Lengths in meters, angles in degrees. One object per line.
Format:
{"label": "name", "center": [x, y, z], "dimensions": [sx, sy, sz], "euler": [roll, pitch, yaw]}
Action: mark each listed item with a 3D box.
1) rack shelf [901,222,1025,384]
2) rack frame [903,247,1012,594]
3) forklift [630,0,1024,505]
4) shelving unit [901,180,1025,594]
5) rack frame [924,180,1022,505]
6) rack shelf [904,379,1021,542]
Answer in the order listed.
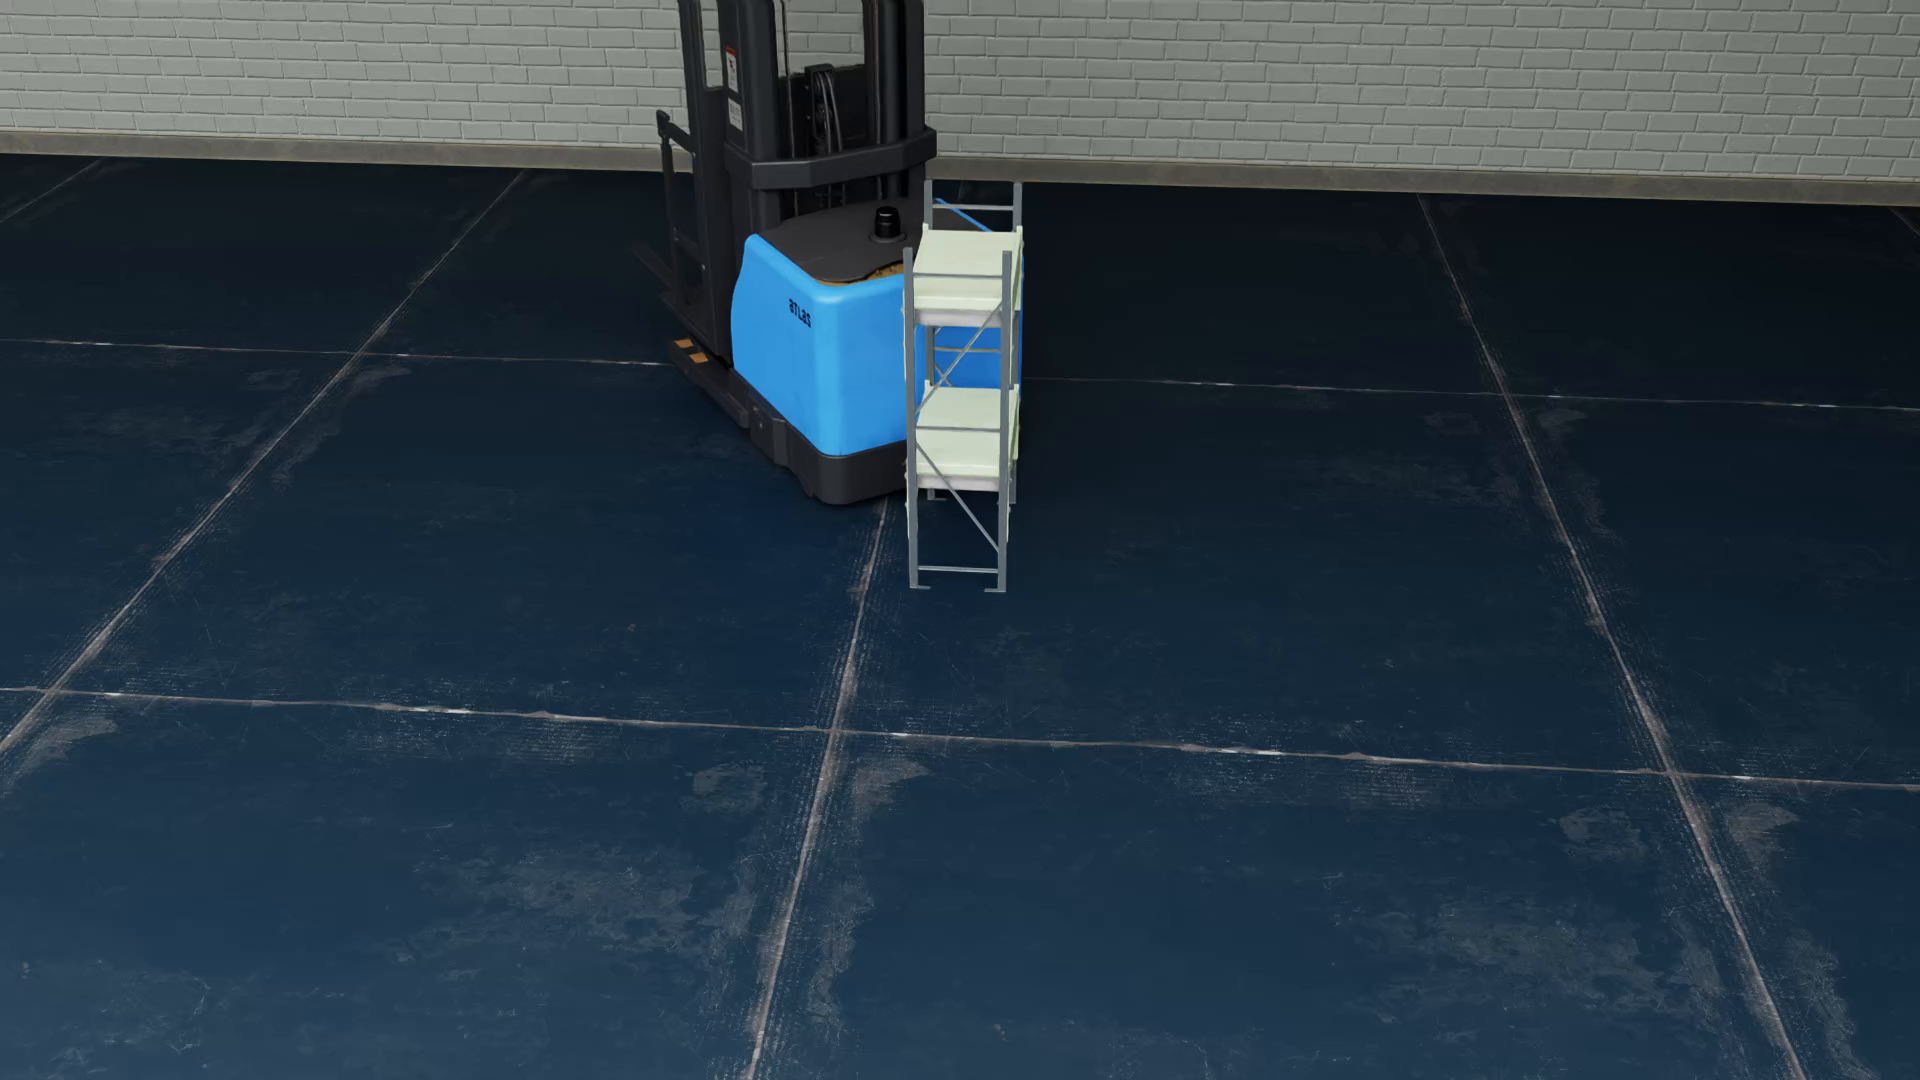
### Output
{"label": "rack shelf", "center": [0.022, -0.953, 6.624], "dimensions": [0.431, 0.370, 0.720], "euler": [3, 32, 4]}
{"label": "rack frame", "center": [-0.009, -0.430, 6.518], "dimensions": [0.400, 1.500, 0.023], "euler": [3, 32, 4]}
{"label": "forklift", "center": [-0.866, -2.149, 7.943], "dimensions": [1.130, 2.935, 3.031], "euler": [-17, 35, -25]}
{"label": "shelving unit", "center": [0.022, -0.621, 6.828], "dimensions": [0.431, 1.500, 0.755], "euler": [3, 32, 4]}
{"label": "rack frame", "center": [0.053, -0.813, 7.139], "dimensions": [0.400, 1.500, 0.023], "euler": [3, 32, 4]}
{"label": "rack shelf", "center": [0.022, -0.344, 6.999], "dimensions": [0.431, 0.370, 0.720], "euler": [3, 32, 4]}
